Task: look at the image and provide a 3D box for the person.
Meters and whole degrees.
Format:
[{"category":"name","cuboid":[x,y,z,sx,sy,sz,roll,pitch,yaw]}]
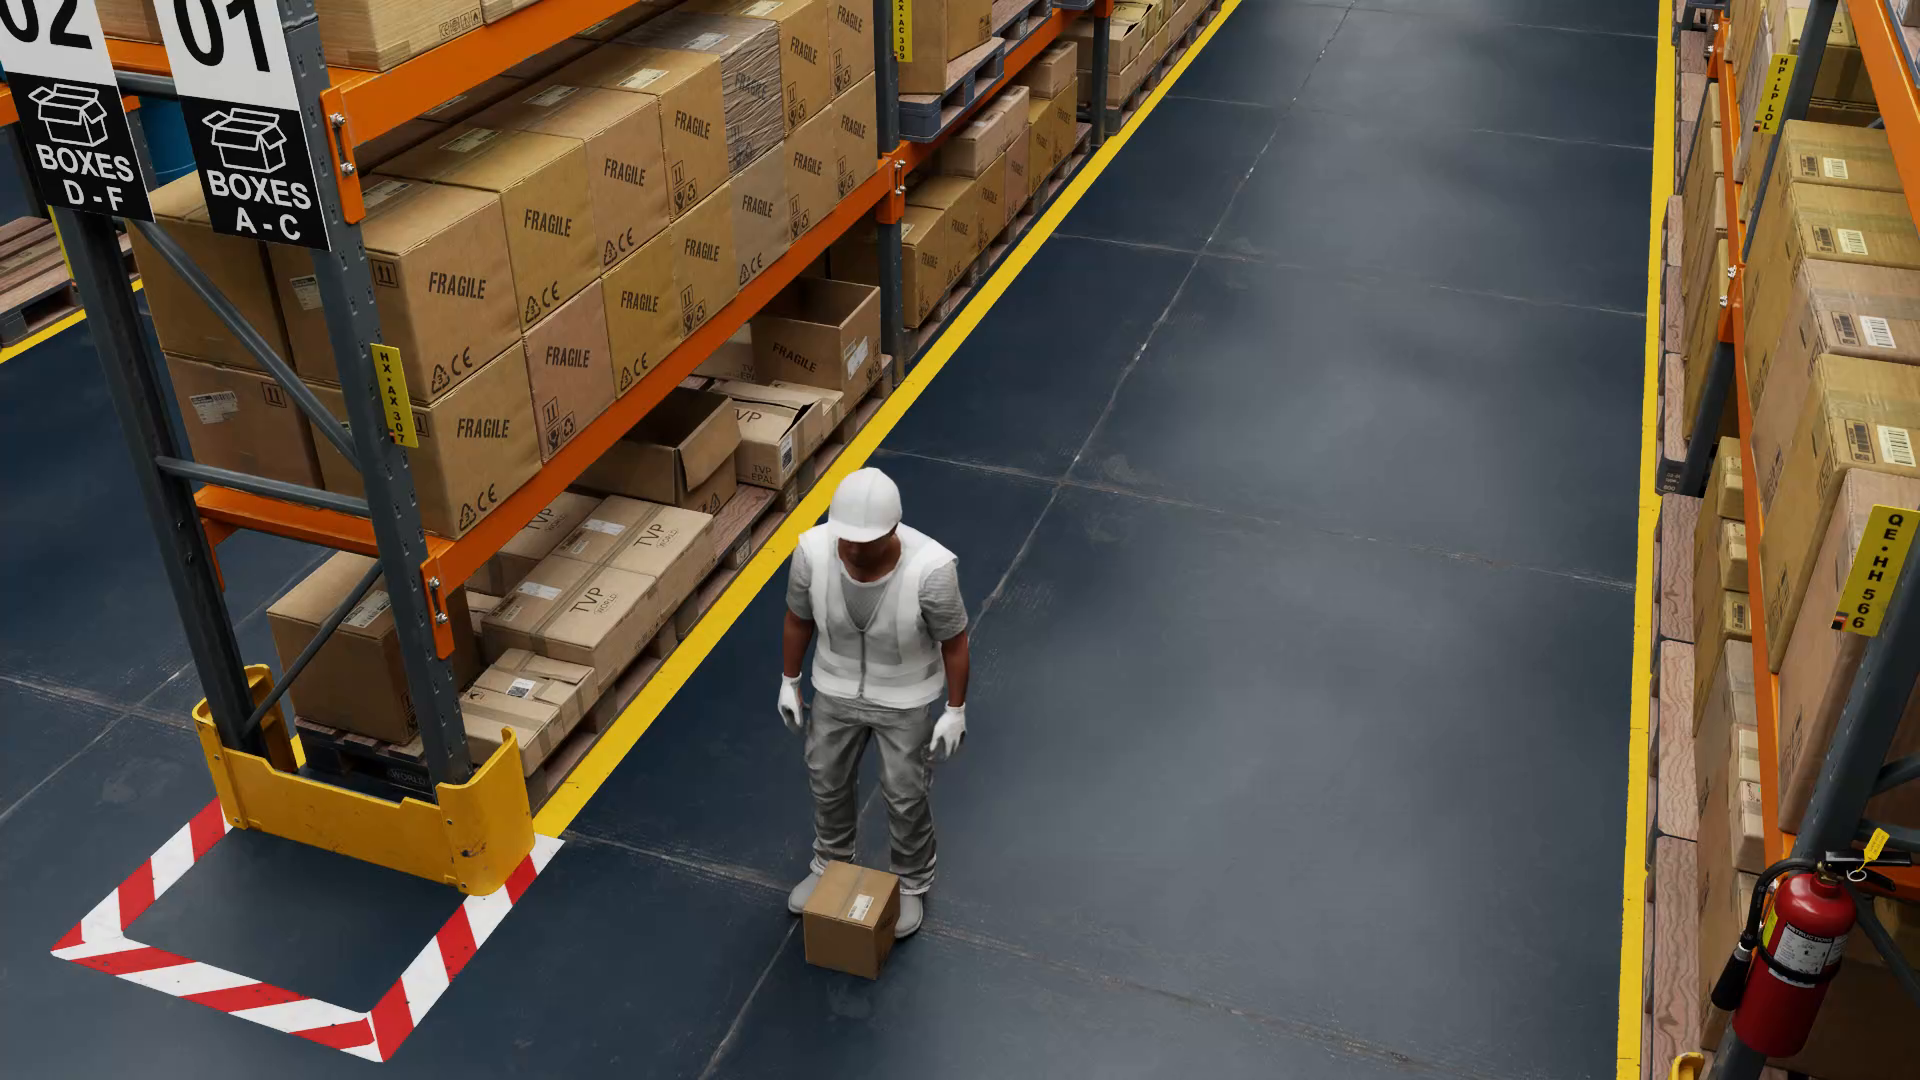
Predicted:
[{"category":"person","cuboid":[-0.280,0.515,5.336,0.627,1.773,0.450,9,34,14]}]
